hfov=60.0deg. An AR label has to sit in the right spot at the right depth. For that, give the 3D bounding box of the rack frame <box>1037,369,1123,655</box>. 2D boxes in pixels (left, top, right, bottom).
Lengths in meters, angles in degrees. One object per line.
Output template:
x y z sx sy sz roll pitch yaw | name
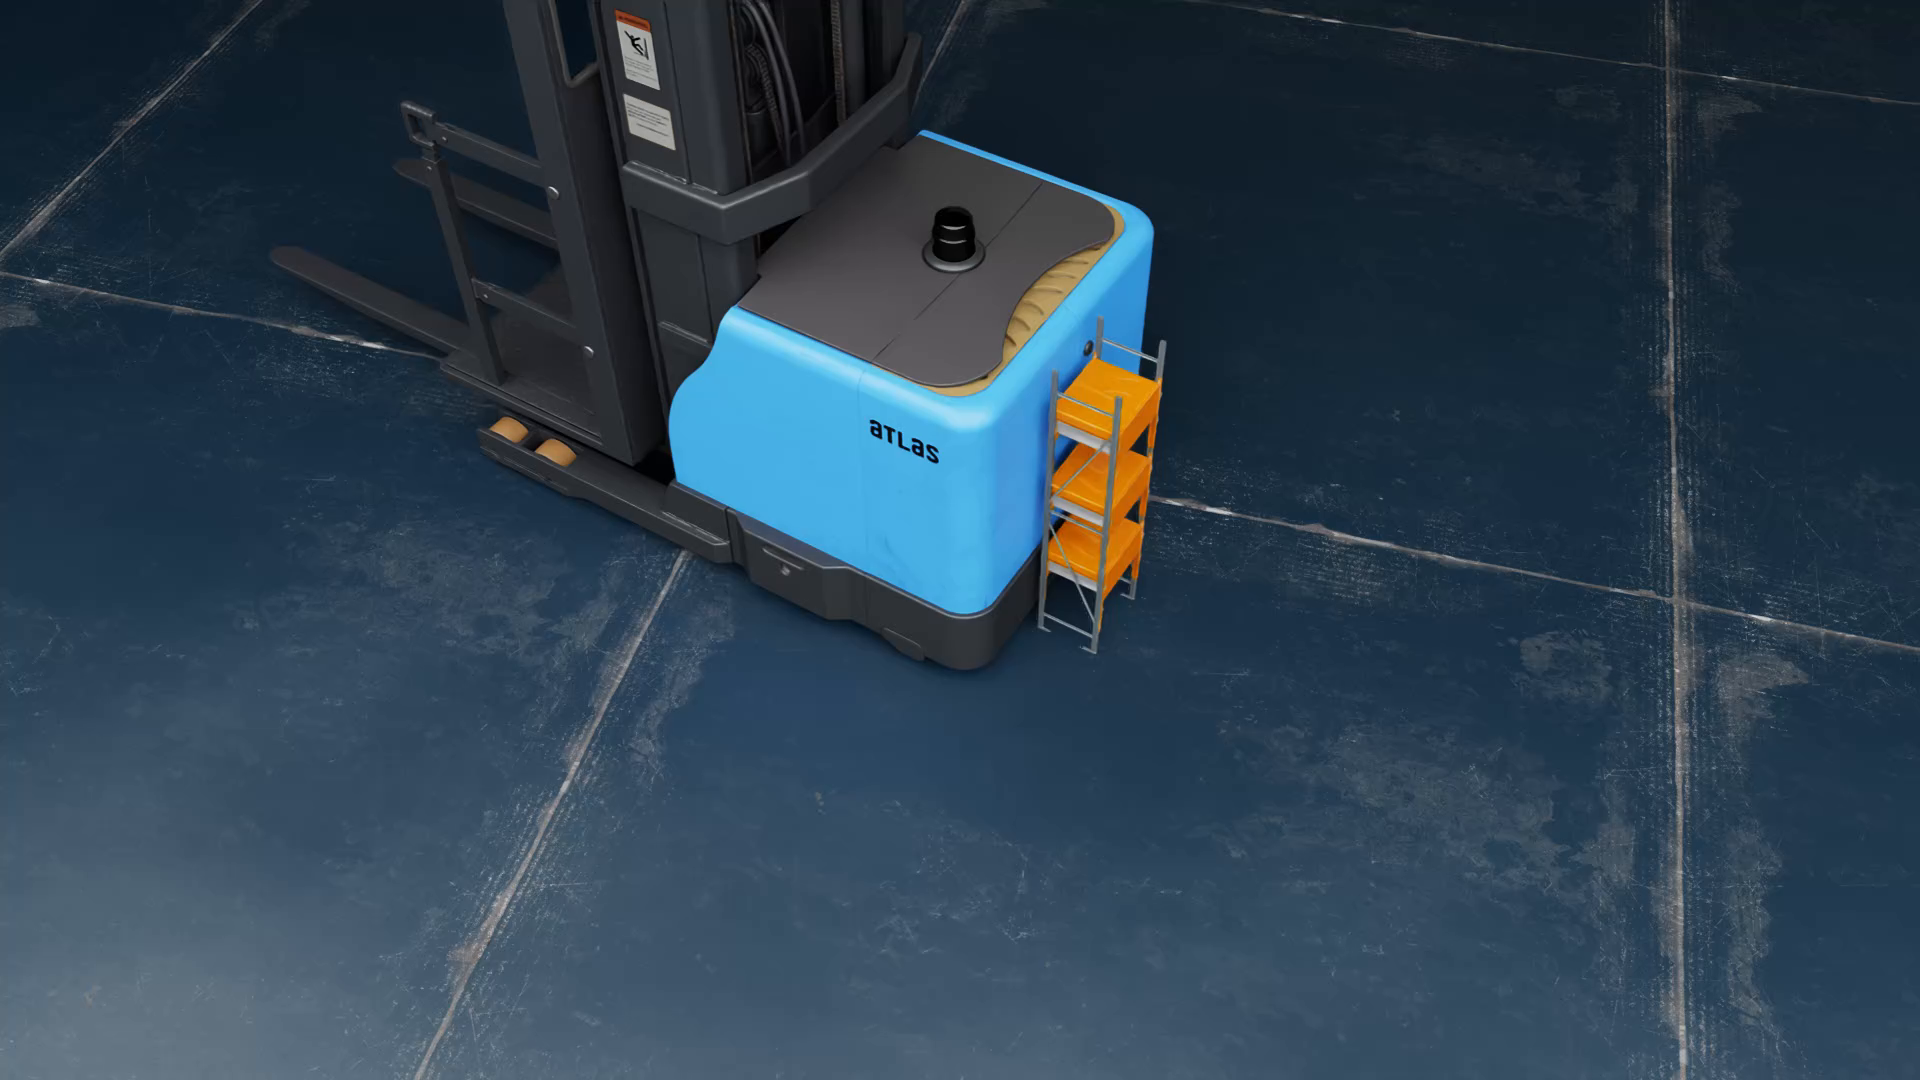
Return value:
0.320 -0.047 4.591 0.200 1.050 0.008 25 53 20 | rack frame

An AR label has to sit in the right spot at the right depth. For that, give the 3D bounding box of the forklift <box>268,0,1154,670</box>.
-0.968 -1.443 4.569 3.031 2.935 1.130 25 53 20 | forklift

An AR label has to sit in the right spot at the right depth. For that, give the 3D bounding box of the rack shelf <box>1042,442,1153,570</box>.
0.384 -0.118 4.668 0.215 0.259 0.240 25 53 20 | rack shelf

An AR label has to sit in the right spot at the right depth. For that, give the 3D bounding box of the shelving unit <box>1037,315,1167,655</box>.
0.384 -0.125 4.660 0.215 1.050 0.252 25 53 20 | shelving unit

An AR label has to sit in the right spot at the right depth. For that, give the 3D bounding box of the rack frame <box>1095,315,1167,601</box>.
0.448 -0.202 4.728 0.200 1.050 0.008 25 53 20 | rack frame

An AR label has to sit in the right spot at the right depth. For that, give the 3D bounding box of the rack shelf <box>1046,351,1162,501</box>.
0.384 -0.305 4.455 0.215 0.259 0.240 25 53 20 | rack shelf

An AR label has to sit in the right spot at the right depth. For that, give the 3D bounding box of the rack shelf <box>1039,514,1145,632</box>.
0.384 0.066 4.876 0.215 0.259 0.240 25 53 20 | rack shelf
